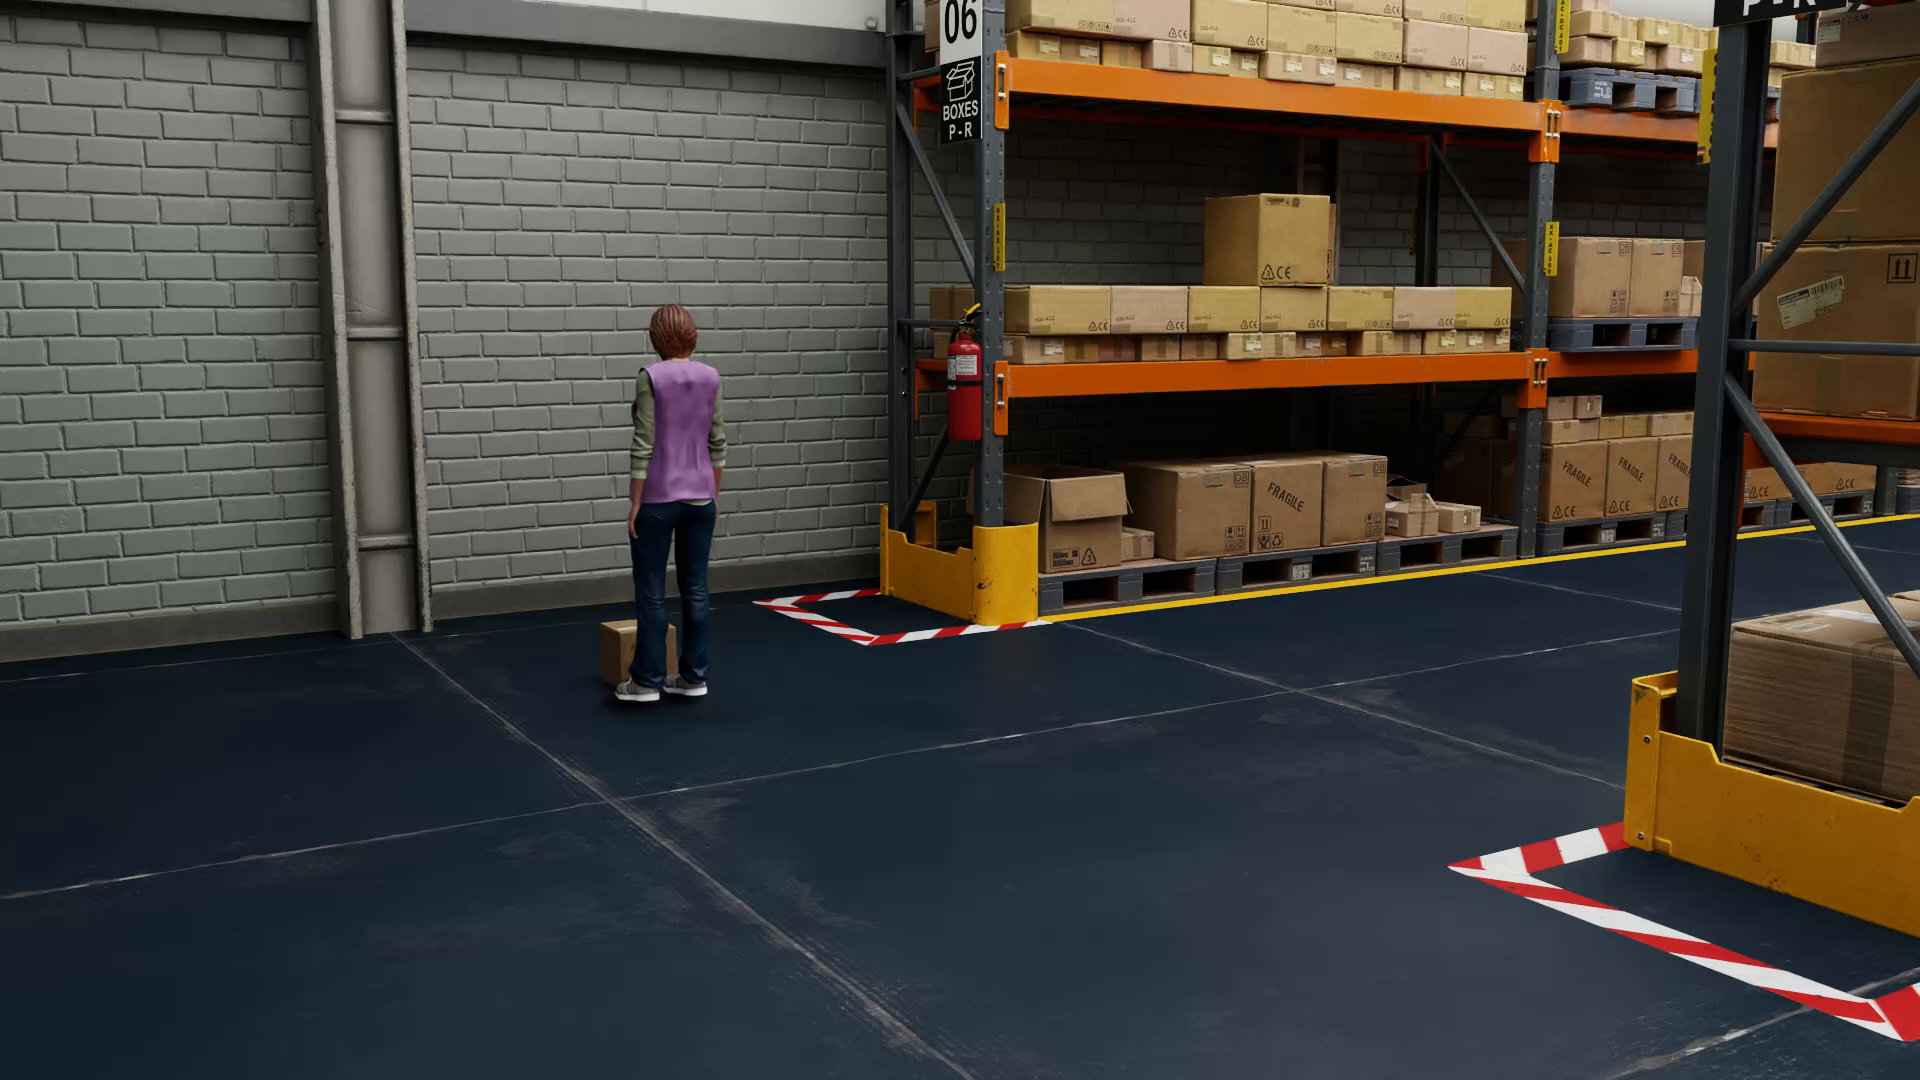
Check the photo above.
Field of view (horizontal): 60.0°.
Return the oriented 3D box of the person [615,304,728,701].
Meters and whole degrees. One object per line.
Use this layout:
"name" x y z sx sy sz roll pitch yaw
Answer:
"person" -1.162 -0.133 6.696 0.425 1.589 0.383 -6 10 -36
